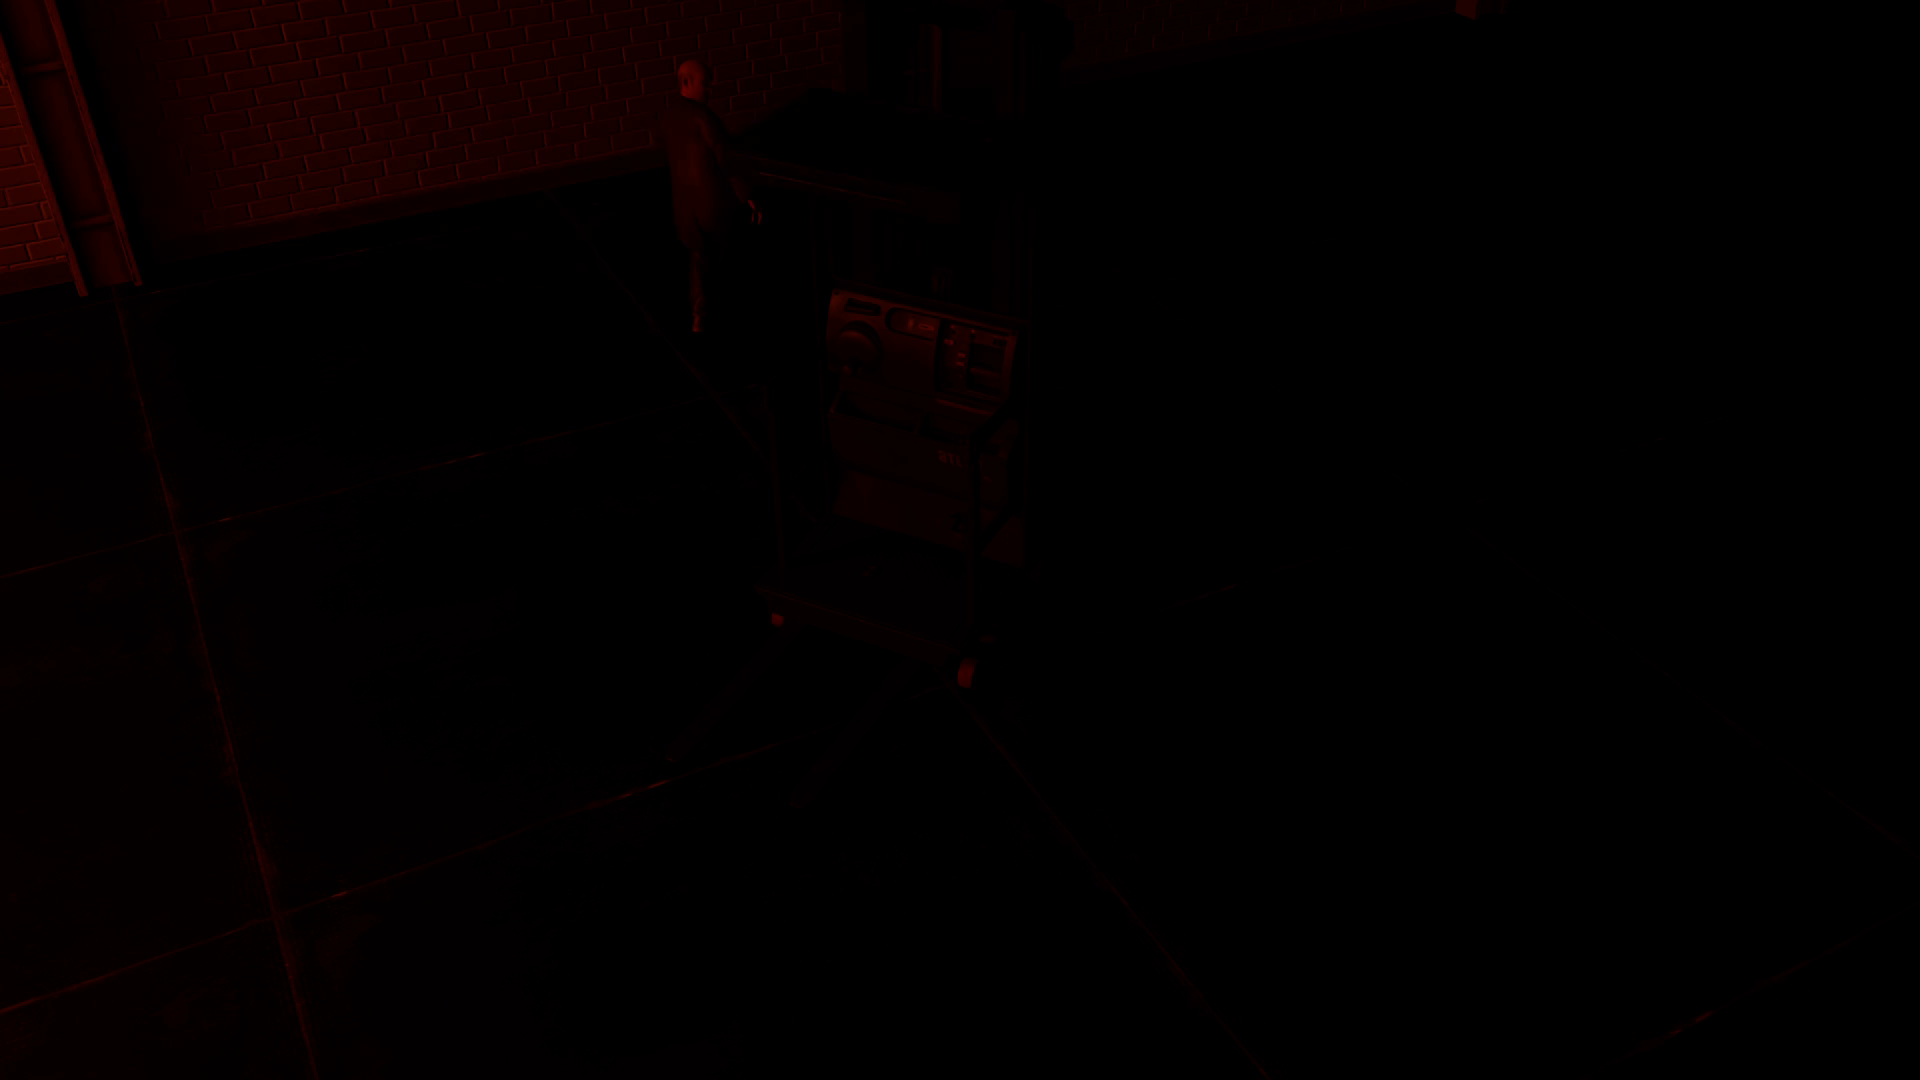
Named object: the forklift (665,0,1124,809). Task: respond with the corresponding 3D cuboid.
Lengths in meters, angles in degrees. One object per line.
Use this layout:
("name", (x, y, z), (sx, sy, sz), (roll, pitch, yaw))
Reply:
("forklift", (-0.267, -0.796, 7.250), (1.130, 2.935, 3.031), (16, 38, 21))

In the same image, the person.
("person", (-1.469, -2.142, 10.301), (0.830, 1.646, 0.867), (12, 37, 16))
